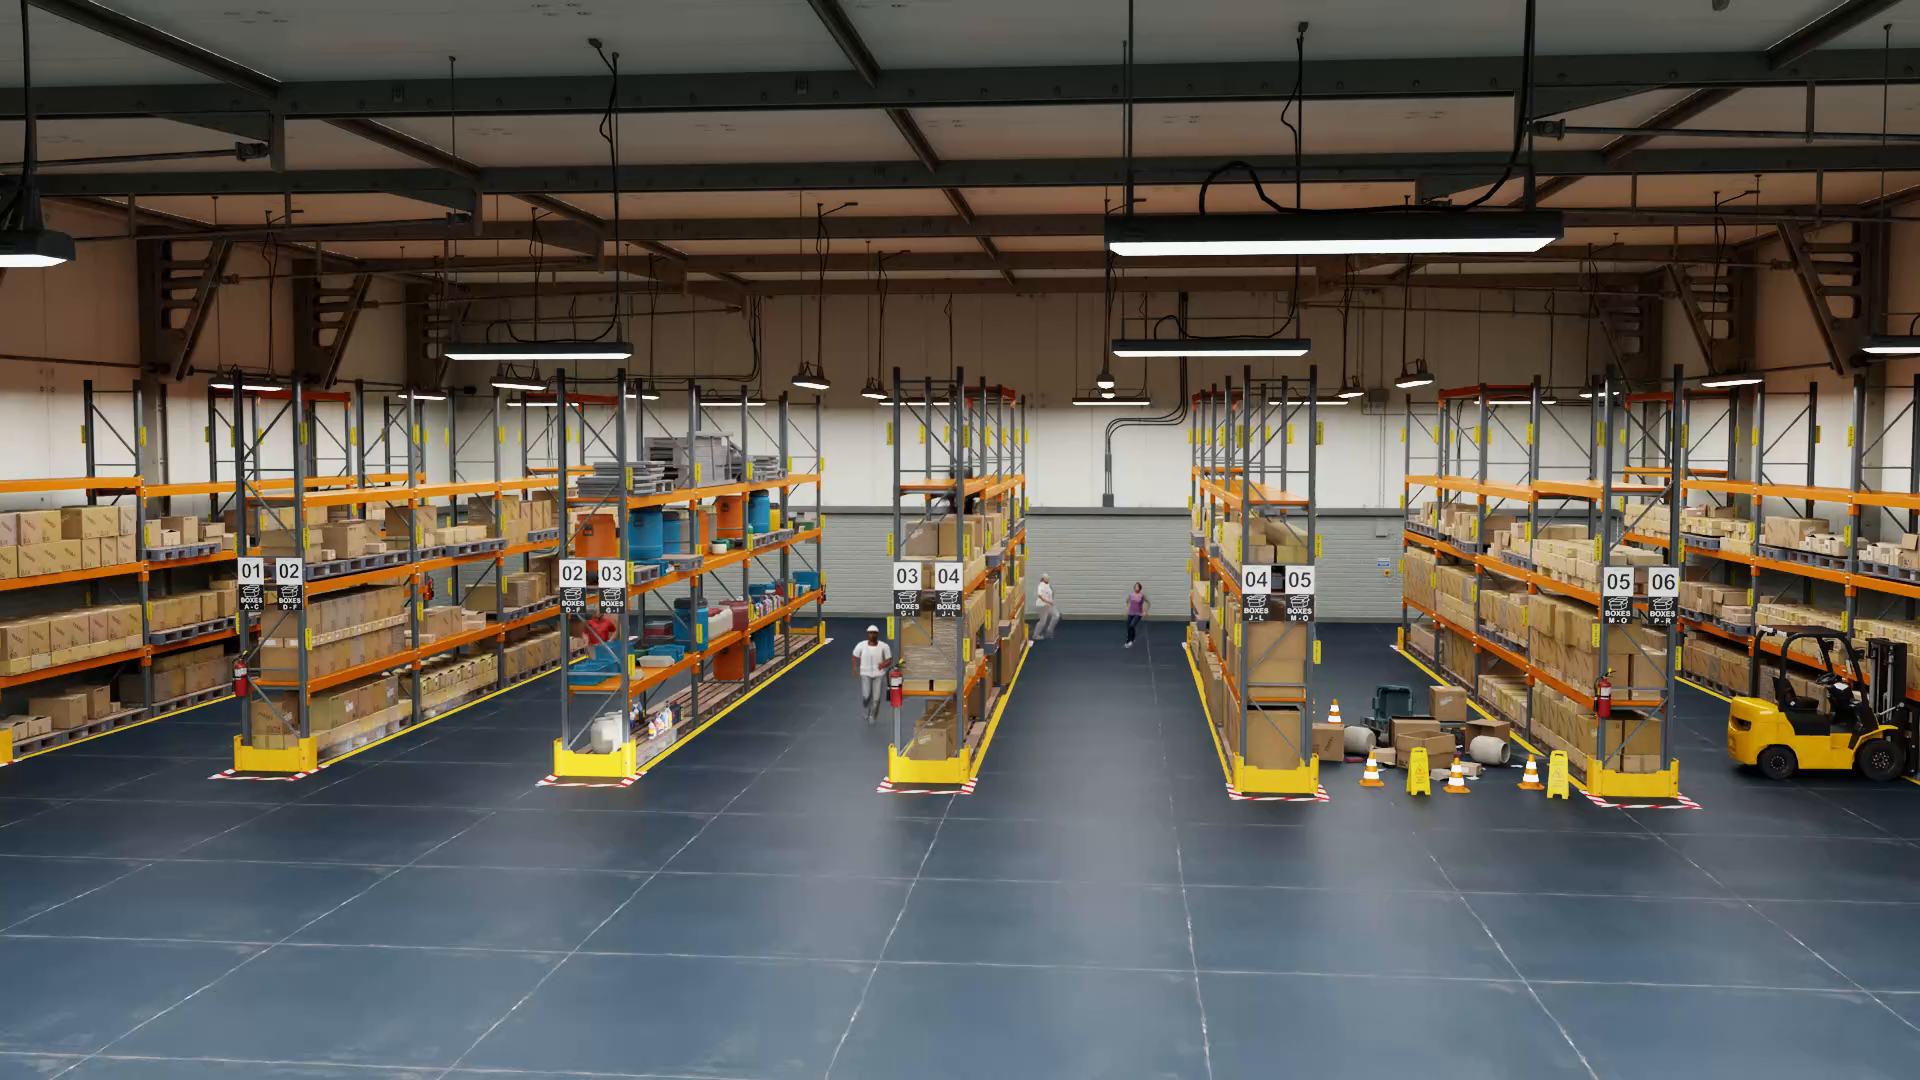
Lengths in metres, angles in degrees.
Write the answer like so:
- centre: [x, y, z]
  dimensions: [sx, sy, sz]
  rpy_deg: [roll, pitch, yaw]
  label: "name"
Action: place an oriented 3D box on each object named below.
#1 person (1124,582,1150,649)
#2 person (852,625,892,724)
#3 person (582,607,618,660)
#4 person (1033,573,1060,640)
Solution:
- centre: [4.150, 1.782, 39.292]
  dimensions: [0.602, 1.570, 0.598]
  rpy_deg: [2, 4, 31]
  label: "person"
- centre: [-1.510, 2.326, 28.528]
  dimensions: [0.691, 1.720, 0.591]
  rpy_deg: [0, 4, -4]
  label: "person"
- centre: [-7.038, 2.136, 32.471]
  dimensions: [0.682, 1.682, 0.788]
  rpy_deg: [-1, 4, -8]
  label: "person"
- centre: [2.106, 1.645, 40.940]
  dimensions: [0.640, 1.668, 0.621]
  rpy_deg: [2, 4, 23]
  label: "person"
